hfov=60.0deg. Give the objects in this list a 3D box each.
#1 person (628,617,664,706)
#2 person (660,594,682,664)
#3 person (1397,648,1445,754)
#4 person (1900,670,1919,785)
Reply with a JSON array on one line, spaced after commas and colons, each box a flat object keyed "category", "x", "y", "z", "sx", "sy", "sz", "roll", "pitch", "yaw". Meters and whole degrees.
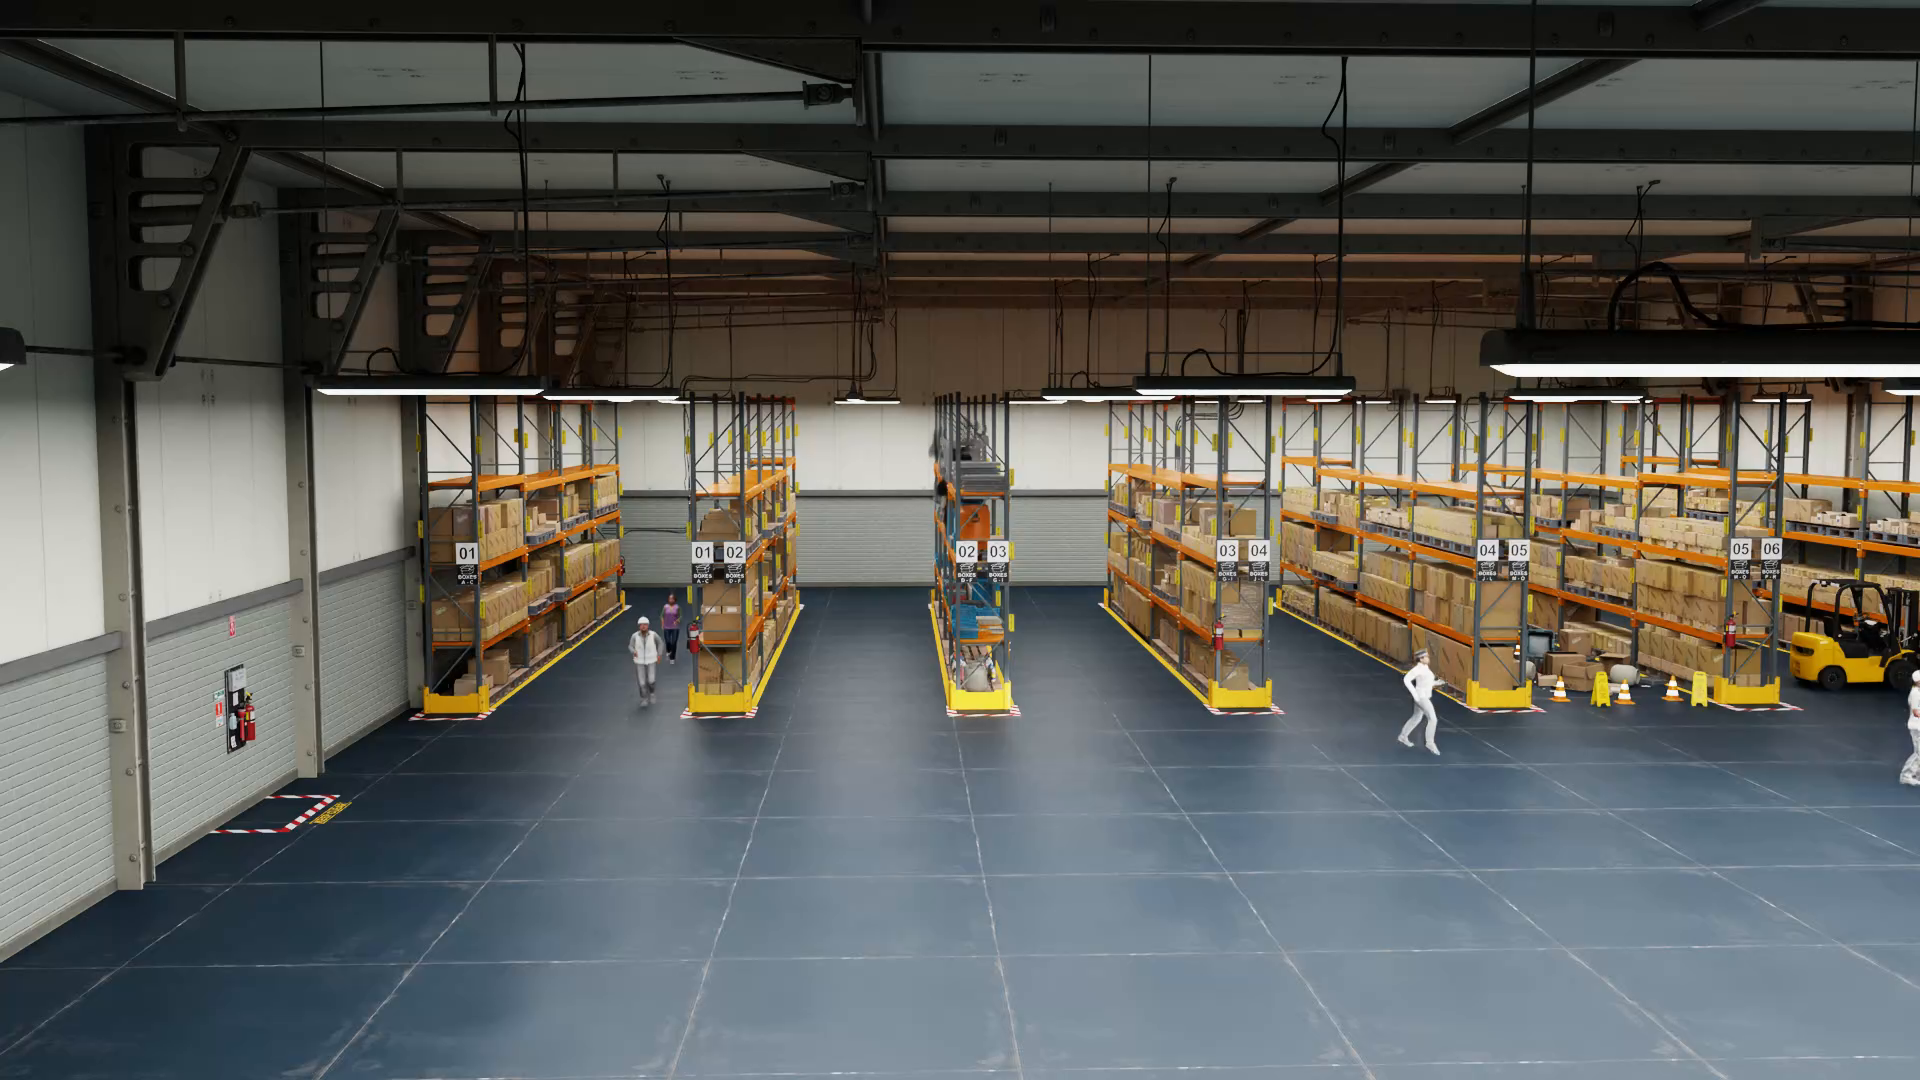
[{"category": "person", "x": -5.976, "y": 2.319, "z": 31.635, "sx": 0.667, "sy": 1.725, "sz": 0.709, "roll": 0, "pitch": 5, "yaw": -6}, {"category": "person", "x": -6.426, "y": 1.995, "z": 36.974, "sx": 0.503, "sy": 1.539, "sz": 0.490, "roll": 0, "pitch": 5, "yaw": -5}, {"category": "person", "x": 7.656, "y": 2.667, "z": 27.624, "sx": 0.765, "sy": 1.747, "sz": 0.583, "roll": 2, "pitch": 5, "yaw": 24}, {"category": "person", "x": 14.511, "y": 2.840, "z": 24.973, "sx": 0.641, "sy": 1.776, "sz": 0.660, "roll": 4, "pitch": 6, "yaw": 43}]
